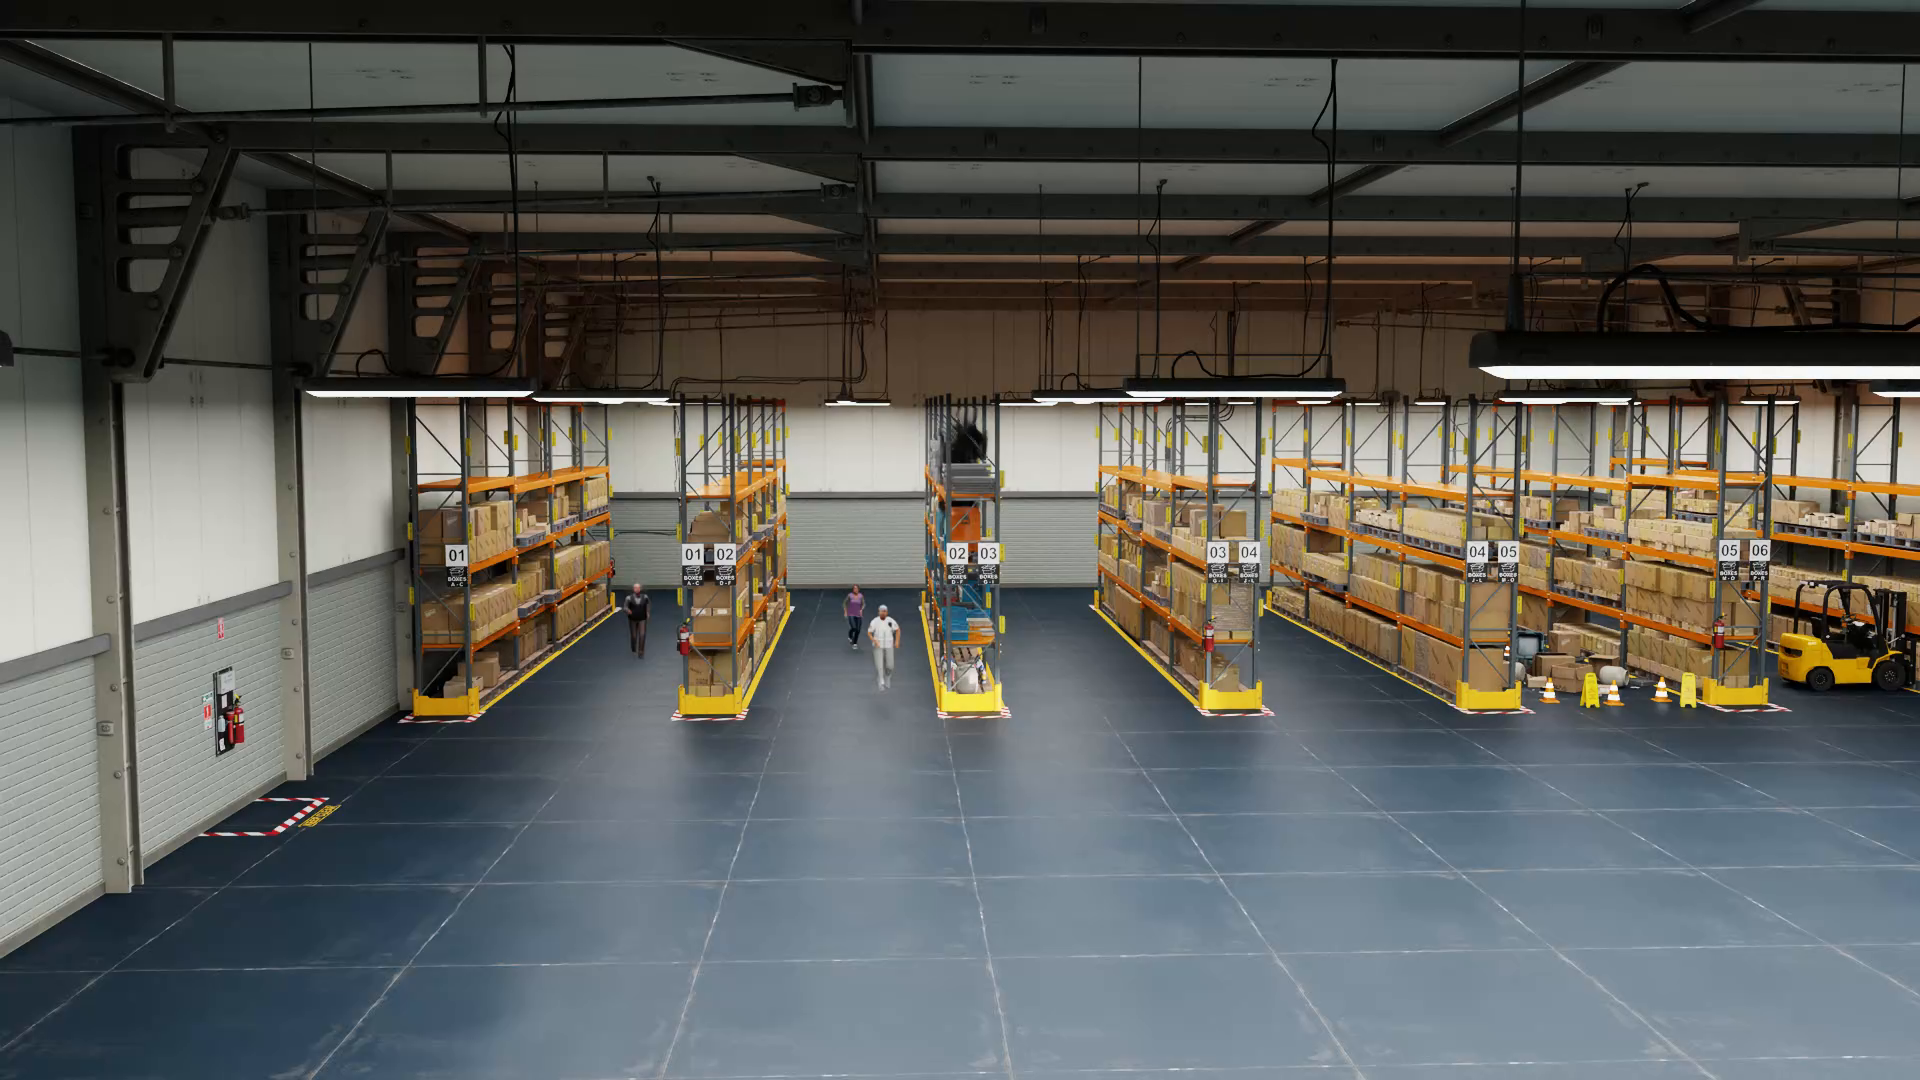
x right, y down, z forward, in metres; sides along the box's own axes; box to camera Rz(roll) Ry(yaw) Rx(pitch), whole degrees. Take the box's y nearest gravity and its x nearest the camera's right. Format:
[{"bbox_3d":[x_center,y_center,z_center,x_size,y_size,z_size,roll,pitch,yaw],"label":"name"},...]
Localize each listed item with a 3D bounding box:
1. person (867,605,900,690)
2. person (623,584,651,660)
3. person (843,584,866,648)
[{"bbox_3d":[-1.466,2.084,32.172,0.651,1.648,0.512,-1,5,-10],"label":"person"},{"bbox_3d":[-7.413,1.847,38.232,0.646,1.712,0.927,-1,5,-15],"label":"person"},{"bbox_3d":[-2.495,1.821,39.524,0.515,1.556,0.629,-1,5,-14],"label":"person"}]
